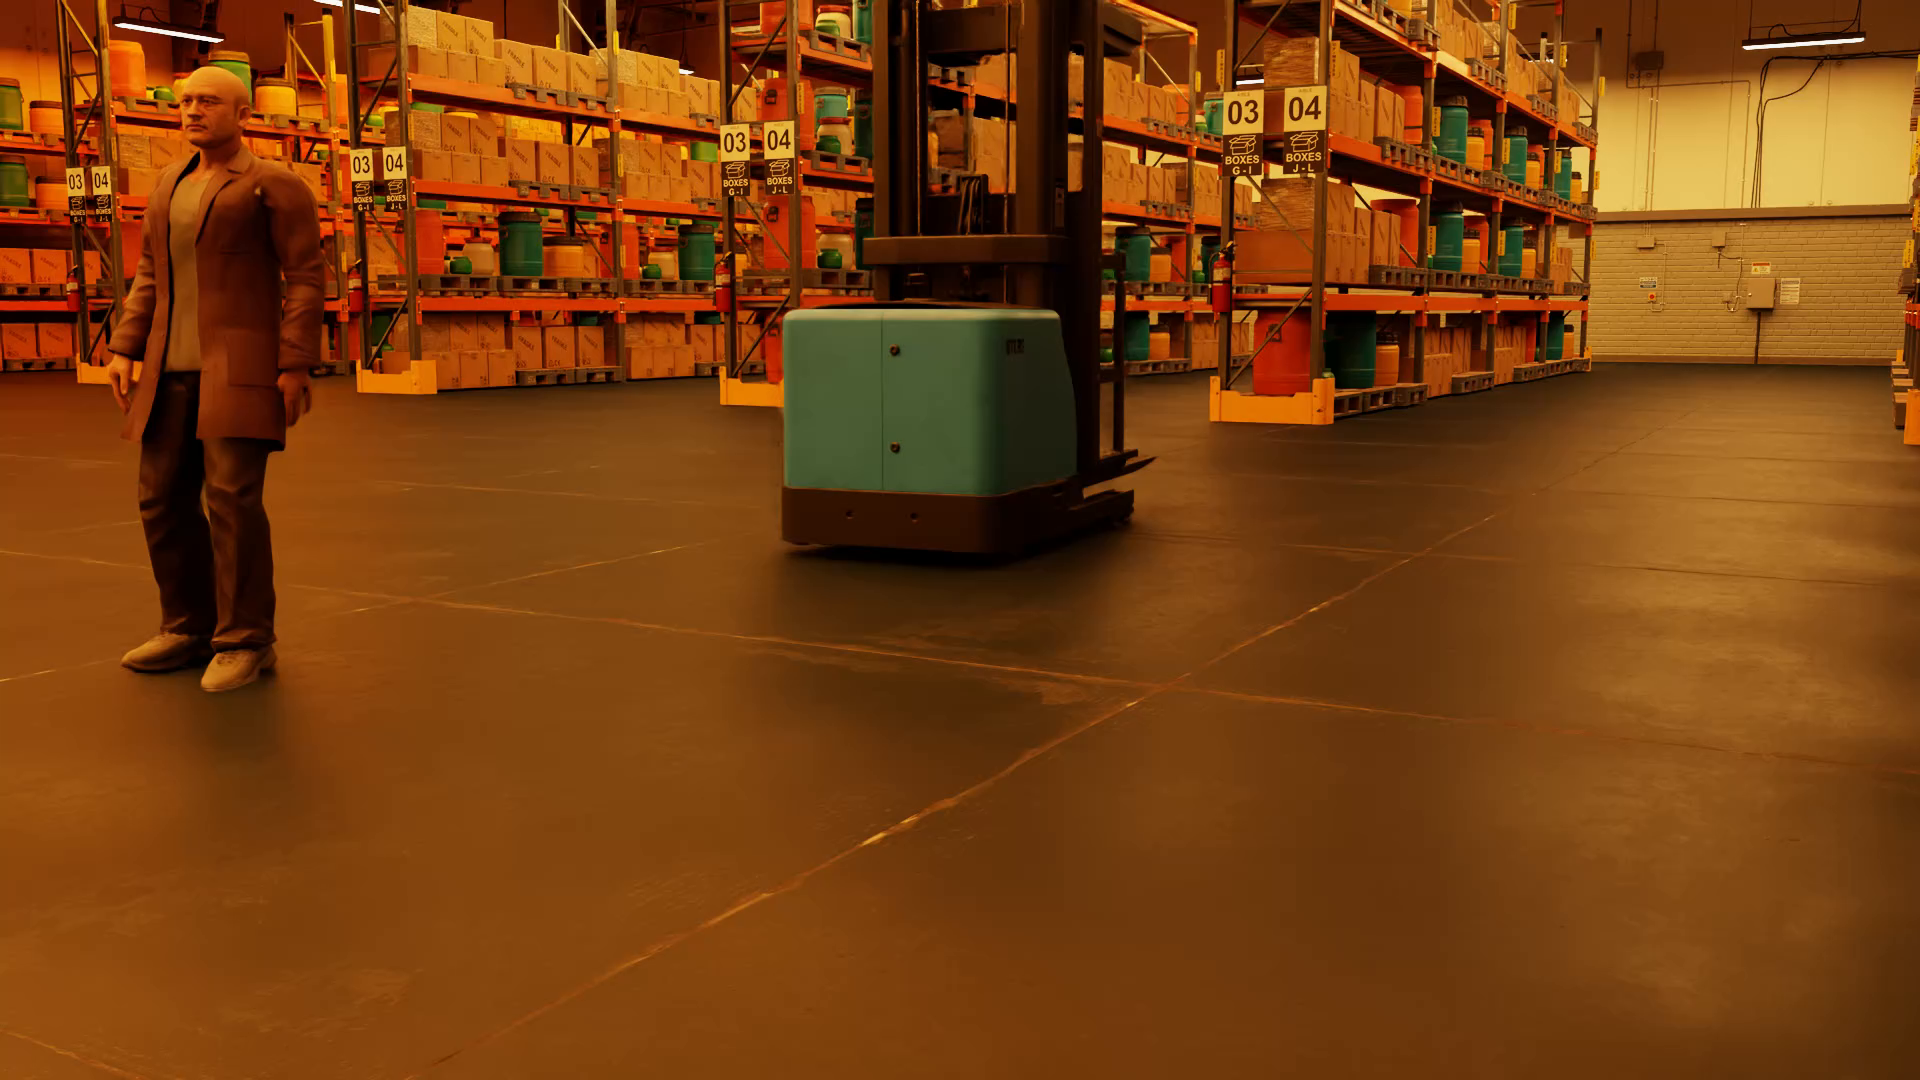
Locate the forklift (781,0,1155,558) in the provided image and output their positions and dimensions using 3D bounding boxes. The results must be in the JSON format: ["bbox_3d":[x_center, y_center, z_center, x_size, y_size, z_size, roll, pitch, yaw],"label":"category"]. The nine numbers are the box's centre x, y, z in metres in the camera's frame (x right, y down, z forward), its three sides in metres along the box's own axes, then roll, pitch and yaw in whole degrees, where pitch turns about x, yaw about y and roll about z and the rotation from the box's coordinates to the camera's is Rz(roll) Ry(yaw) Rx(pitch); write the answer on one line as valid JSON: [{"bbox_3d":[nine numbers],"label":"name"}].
[{"bbox_3d":[0.246,-1.539,8.243,1.130,2.935,3.031,3,8,22],"label":"forklift"}]

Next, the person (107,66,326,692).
[{"bbox_3d":[-2.244,-0.477,4.889,0.681,1.803,0.511,2,8,17],"label":"person"}]
